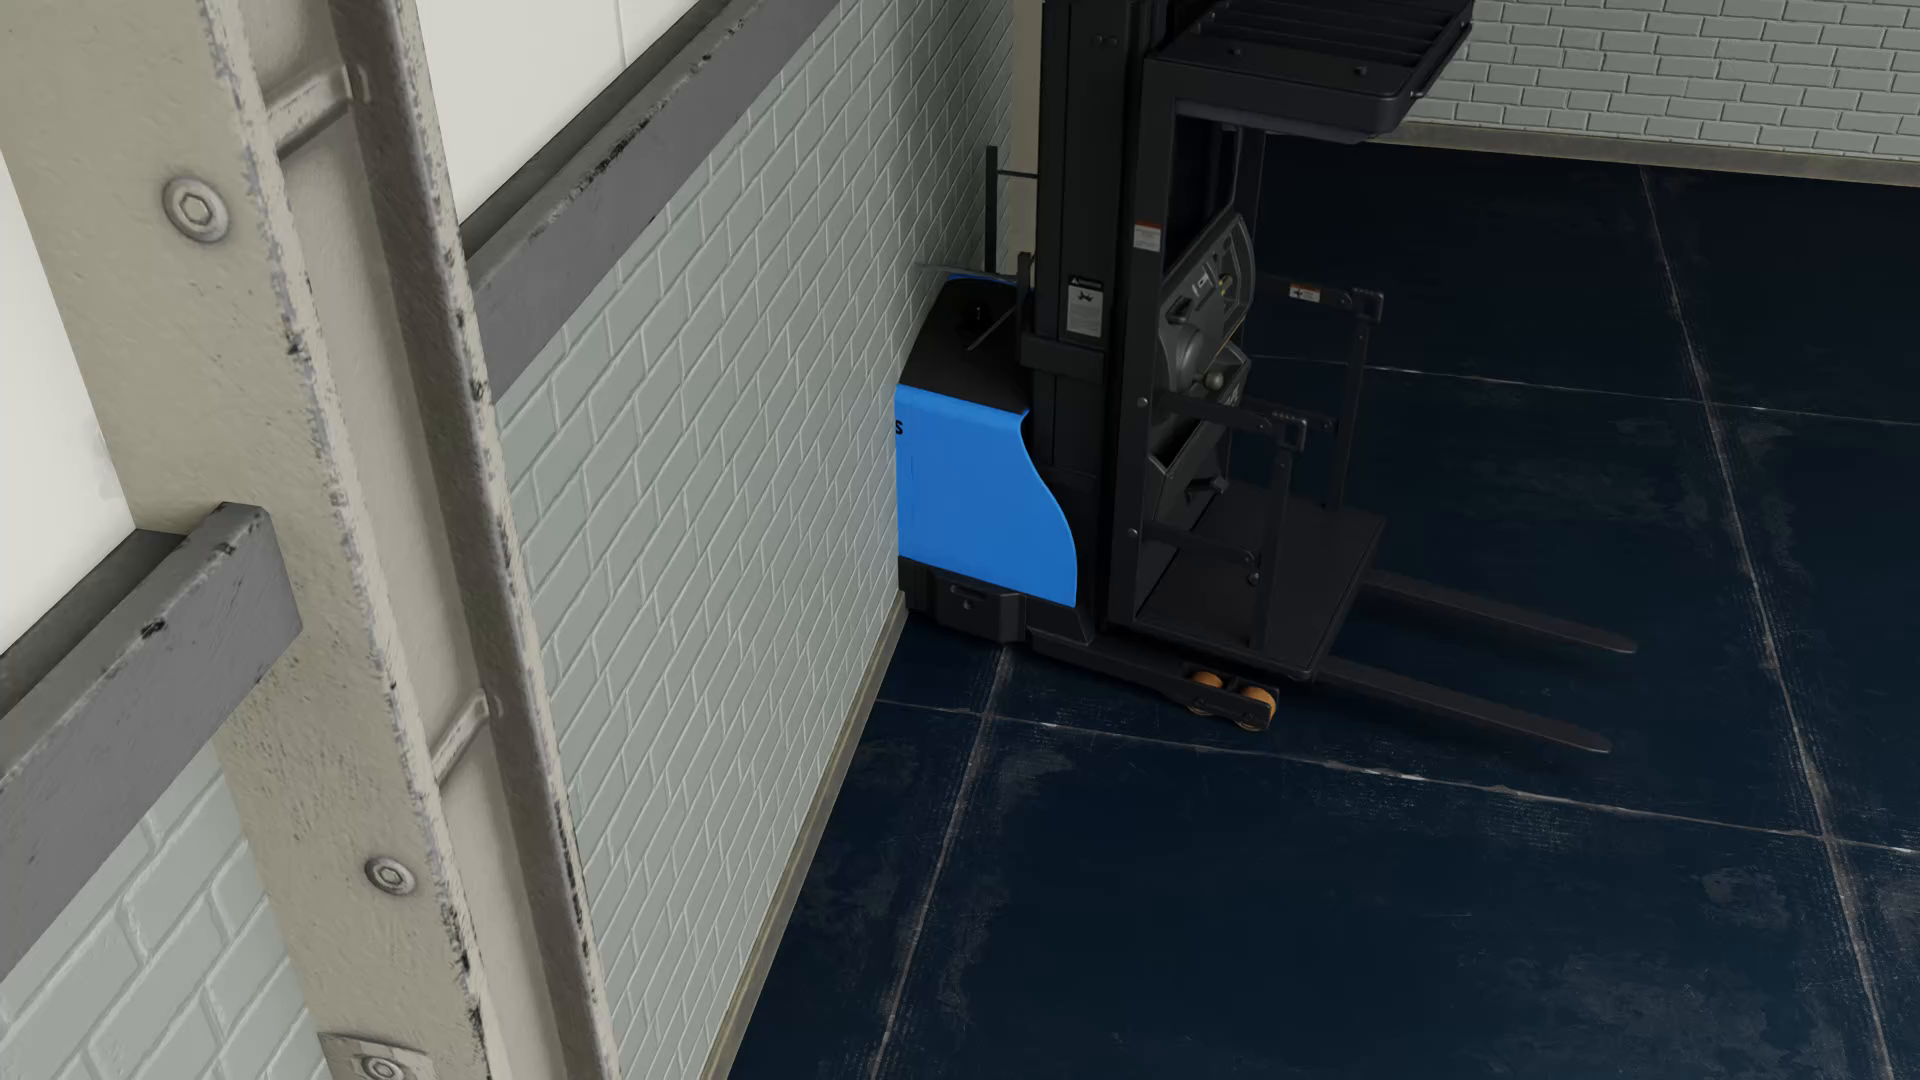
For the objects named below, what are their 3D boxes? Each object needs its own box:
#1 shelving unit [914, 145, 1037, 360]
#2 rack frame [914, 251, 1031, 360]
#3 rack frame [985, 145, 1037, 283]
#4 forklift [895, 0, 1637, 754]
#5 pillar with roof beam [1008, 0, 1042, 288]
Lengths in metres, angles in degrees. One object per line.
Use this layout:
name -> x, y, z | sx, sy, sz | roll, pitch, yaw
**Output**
shelving unit -> 0.180, -0.720, 6.950 | 0.587, 1.500, 1.083 | 11, 35, 16
rack frame -> 0.018, -0.461, 6.555 | 0.500, 1.500, 0.032 | 11, 35, 16
rack frame -> 0.349, -0.988, 7.359 | 0.500, 1.500, 0.032 | 11, 35, 16
forklift -> 1.069, -0.826, 5.893 | 3.031, 2.935, 1.130 | 16, 39, 21
pillar with roof beam -> 4.634, -4.195, 5.370 | 9.100, 9.000, 0.400 | 7, 37, 10
